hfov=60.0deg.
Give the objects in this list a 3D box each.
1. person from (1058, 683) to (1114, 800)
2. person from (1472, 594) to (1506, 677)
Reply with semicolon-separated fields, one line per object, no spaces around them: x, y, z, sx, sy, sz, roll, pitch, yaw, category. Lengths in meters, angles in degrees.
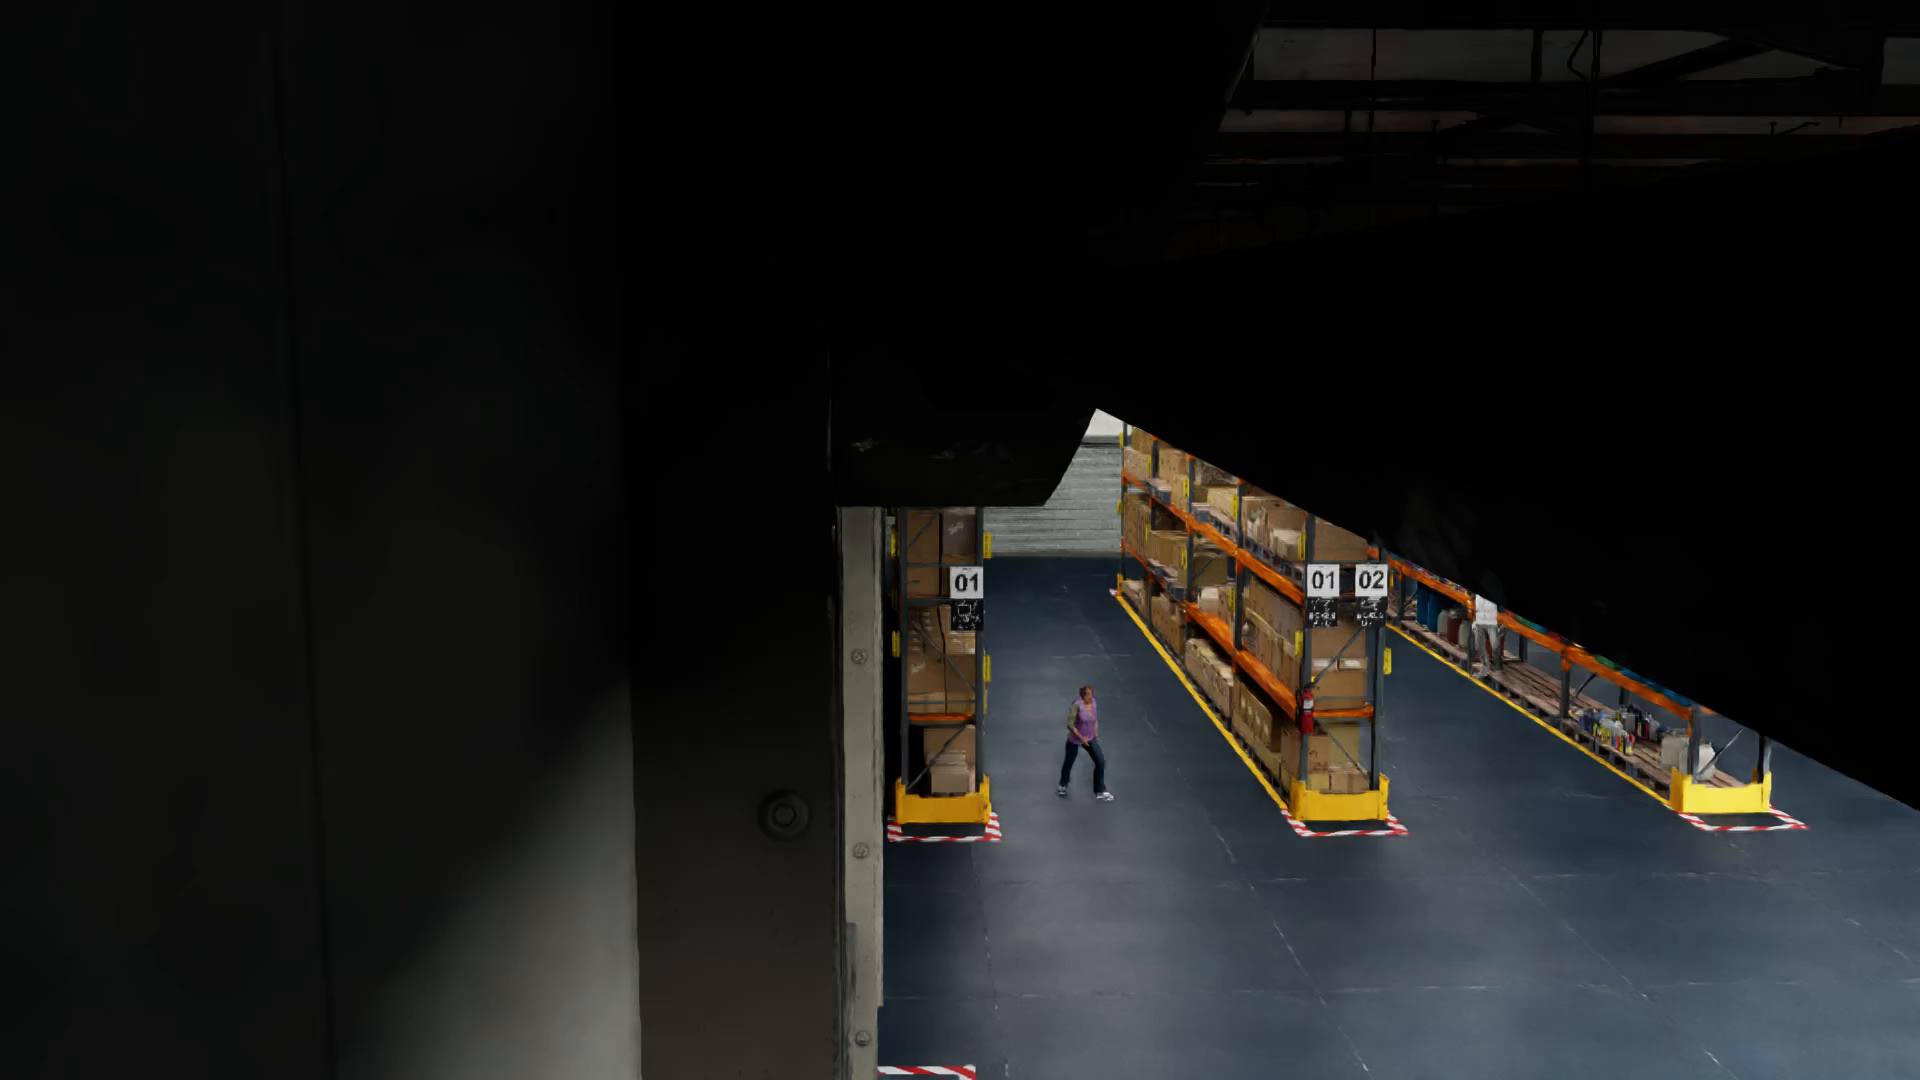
1.589;2.566;21.426;0.572;1.530;0.769;-3;9;-22;person
8.840;1.412;27.757;0.594;1.772;0.399;8;11;44;person
